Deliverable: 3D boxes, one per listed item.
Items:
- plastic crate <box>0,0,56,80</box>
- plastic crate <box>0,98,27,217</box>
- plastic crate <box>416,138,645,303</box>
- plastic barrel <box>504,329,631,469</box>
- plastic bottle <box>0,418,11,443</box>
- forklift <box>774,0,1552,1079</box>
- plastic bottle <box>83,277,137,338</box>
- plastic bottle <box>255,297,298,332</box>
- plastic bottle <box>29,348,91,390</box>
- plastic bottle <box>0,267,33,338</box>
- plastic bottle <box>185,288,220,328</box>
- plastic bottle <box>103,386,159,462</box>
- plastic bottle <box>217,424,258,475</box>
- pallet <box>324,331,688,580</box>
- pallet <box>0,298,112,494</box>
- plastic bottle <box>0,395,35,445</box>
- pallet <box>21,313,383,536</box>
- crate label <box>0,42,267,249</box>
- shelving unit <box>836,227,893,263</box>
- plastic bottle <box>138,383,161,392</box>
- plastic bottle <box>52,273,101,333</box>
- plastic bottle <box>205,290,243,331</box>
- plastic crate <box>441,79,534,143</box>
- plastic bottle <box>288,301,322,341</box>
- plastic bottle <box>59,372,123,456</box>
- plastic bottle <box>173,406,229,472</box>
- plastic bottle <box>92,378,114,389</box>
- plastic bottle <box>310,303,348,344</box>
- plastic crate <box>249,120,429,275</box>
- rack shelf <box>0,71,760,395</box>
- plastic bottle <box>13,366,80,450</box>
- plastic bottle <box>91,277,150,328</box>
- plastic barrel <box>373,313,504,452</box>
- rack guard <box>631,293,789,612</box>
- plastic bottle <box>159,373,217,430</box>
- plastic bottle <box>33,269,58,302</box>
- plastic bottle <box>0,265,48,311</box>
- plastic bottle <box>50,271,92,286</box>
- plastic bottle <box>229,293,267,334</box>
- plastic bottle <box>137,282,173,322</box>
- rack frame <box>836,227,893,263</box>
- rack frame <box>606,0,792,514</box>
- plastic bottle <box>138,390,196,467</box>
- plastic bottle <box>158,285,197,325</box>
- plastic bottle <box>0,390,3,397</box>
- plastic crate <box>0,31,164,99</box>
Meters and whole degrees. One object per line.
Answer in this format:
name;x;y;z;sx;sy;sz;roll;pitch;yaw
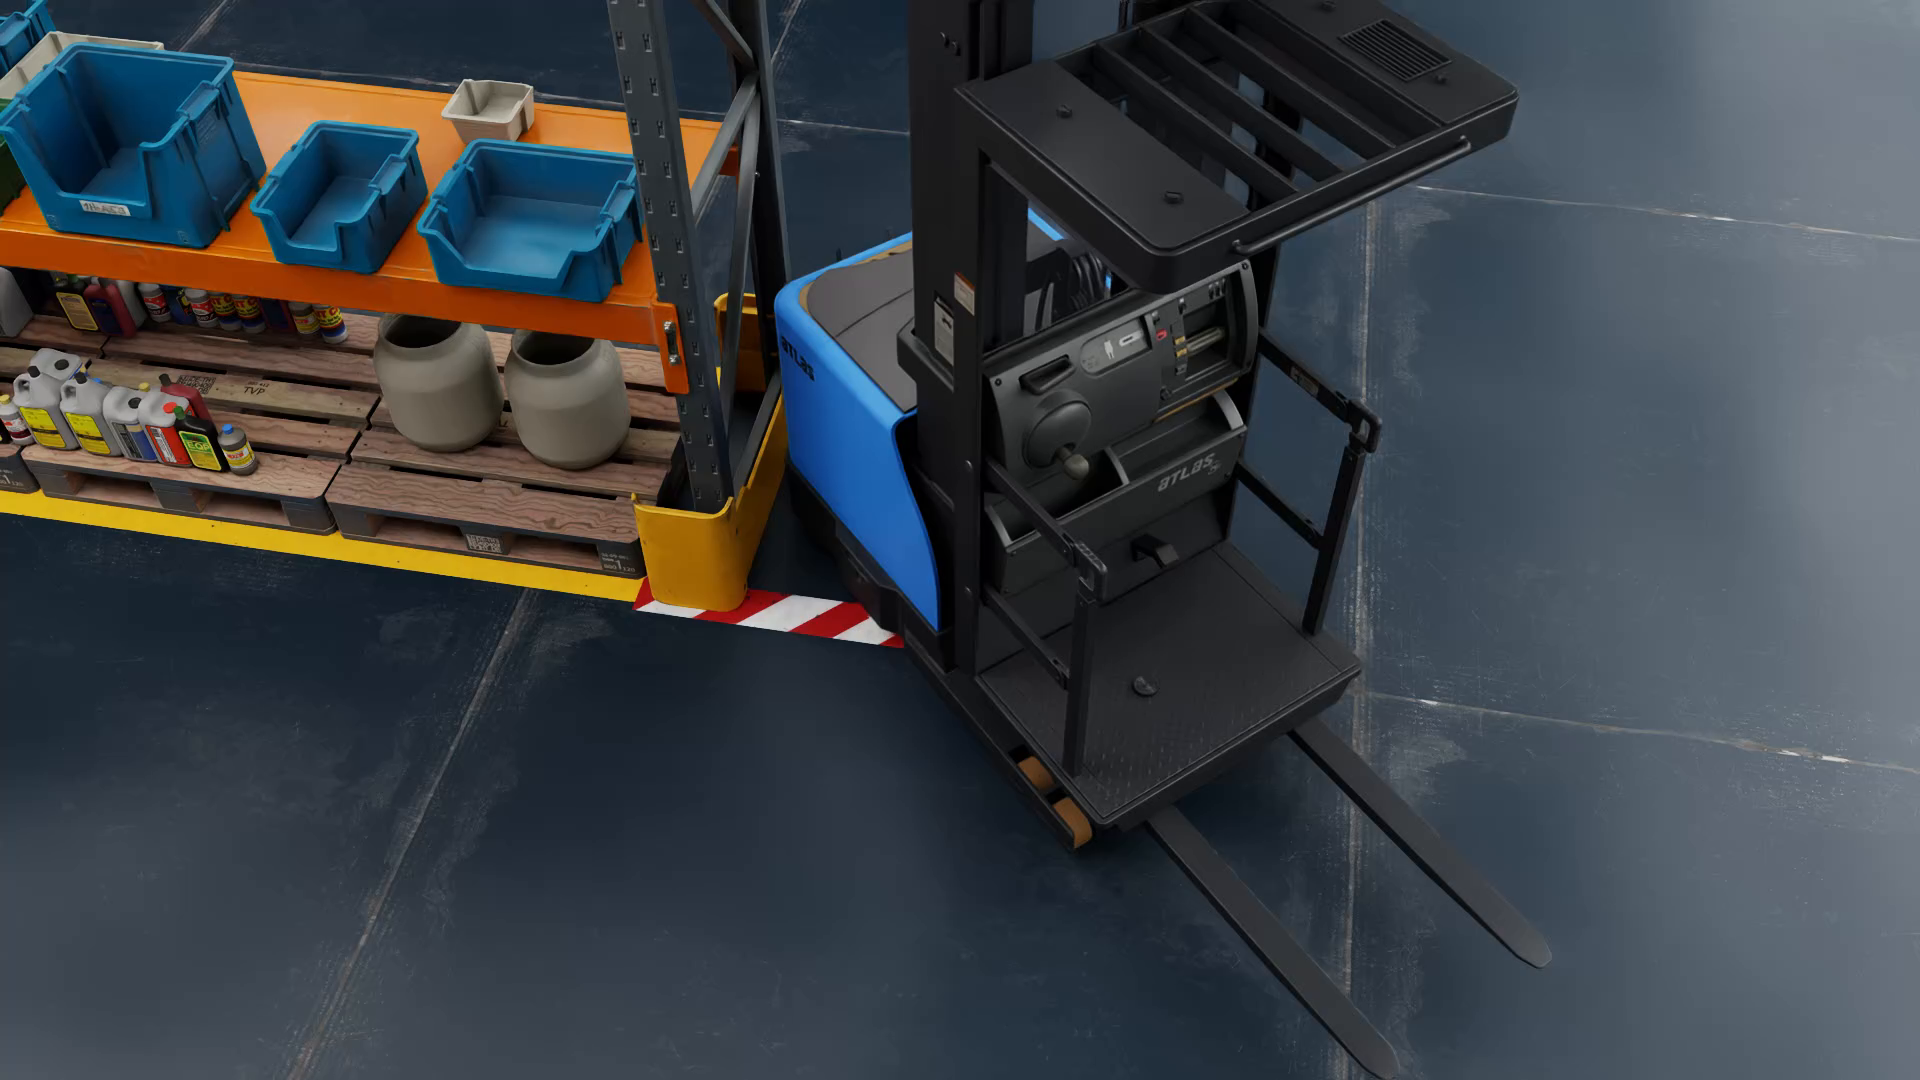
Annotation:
plastic crate;-3.582;-1.741;5.898;0.616;0.251;0.499;8;49;7
plastic crate;-3.434;-1.281;5.527;0.662;0.188;0.450;8;49;7
plastic crate;-1.329;-1.007;5.238;0.616;0.251;0.499;8;49;7
plastic barrel;-1.444;-0.549;6.117;0.421;0.512;0.421;0;48;0
plastic bottle;-3.658;-0.490;6.204;0.133;0.283;0.061;10;49;9
forklift;0.603;-0.399;4.638;1.130;2.935;3.031;-27;53;-22
plastic bottle;-3.387;-0.933;6.602;0.133;0.283;0.061;8;49;7
plastic bottle;-2.731;-0.959;6.626;0.133;0.283;0.061;8;49;7
plastic bottle;-3.393;-0.595;6.303;0.135;0.276;0.152;8;49;7
plastic bottle;-3.847;-0.964;6.635;0.135;0.276;0.152;8;49;7
plastic bottle;-3.045;-0.960;6.682;0.097;0.201;0.097;0;48;0
plastic bottle;-3.048;-0.440;6.164;0.135;0.276;0.152;6;48;6
plastic bottle;-2.668;-0.343;6.127;0.097;0.201;0.097;0;48;0
pallet;-1.665;-0.364;6.435;1.213;0.211;1.003;8;49;7
pallet;-4.066;-0.687;6.725;1.213;0.211;1.003;8;49;7
plastic bottle;-3.539;-0.460;6.232;0.097;0.201;0.097;0;48;0
pallet;-2.862;-0.527;6.582;1.213;0.211;1.003;8;49;7
crate label;-2.642;-1.266;5.348;0.616;0.435;0.502;8;49;7
shelving unit;-0.289;-0.729;6.300;0.258;0.900;0.210;-27;53;-22
plastic bottle;-3.044;-0.508;6.276;0.097;0.201;0.097;0;48;0
plastic bottle;-3.521;-0.957;6.623;0.133;0.283;0.061;8;49;7
plastic bottle;-2.948;-0.971;6.644;0.097;0.271;0.097;0;48;0
plastic crate;-1.607;-1.475;5.736;0.250;0.136;0.298;8;49;7
plastic bottle;-2.614;-0.902;6.630;0.097;0.201;0.097;0;48;0
plastic bottle;-3.212;-0.484;6.153;0.185;0.351;0.144;9;49;8
plastic bottle;-2.787;-0.372;6.098;0.133;0.283;0.061;9;49;8
plastic bottle;-3.233;-0.528;6.293;0.097;0.201;0.097;0;48;0
plastic bottle;-2.512;-0.912;6.591;0.097;0.271;0.097;0;48;0
plastic crate;-1.967;-1.097;5.319;0.408;0.251;0.499;8;49;7
rack shelf;-2.751;-1.233;5.825;4.000;0.370;1.077;8;49;7
plastic bottle;-3.395;-0.508;6.175;0.185;0.351;0.144;7;48;7
plastic bottle;-3.368;-1.008;6.675;0.135;0.276;0.152;8;49;8
plastic barrel;-1.938;-0.615;6.177;0.421;0.512;0.421;0;48;0
rack guard;-0.866;-0.349;6.228;0.348;0.500;1.175;8;49;7
plastic bottle;-2.893;-0.502;6.215;0.133;0.283;0.061;8;49;7
plastic bottle;-3.678;-1.087;6.740;0.133;0.283;0.061;11;49;9
plastic bottle;-3.845;-1.100;6.707;0.185;0.351;0.144;5;48;5
plastic bottle;-3.528;-1.058;6.669;0.185;0.351;0.144;7;48;7
plastic bottle;-2.849;-0.957;6.632;0.097;0.271;0.097;0;48;0
plastic bottle;-3.247;-0.988;6.706;0.097;0.201;0.097;0;48;0
rack frame;-0.347;-0.792;6.356;0.240;0.900;0.006;-27;53;-22
rack frame;-0.783;-1.209;5.320;0.127;3.000;1.000;8;49;7
plastic bottle;-2.911;-0.421;6.147;0.135;0.276;0.152;8;49;7
plastic bottle;-3.147;-0.998;6.668;0.097;0.271;0.097;0;48;0
plastic bottle;-3.662;-0.546;6.262;0.097;0.271;0.097;0;48;0
plastic crate;-3.076;-1.621;5.867;0.437;0.136;0.530;8;49;7
